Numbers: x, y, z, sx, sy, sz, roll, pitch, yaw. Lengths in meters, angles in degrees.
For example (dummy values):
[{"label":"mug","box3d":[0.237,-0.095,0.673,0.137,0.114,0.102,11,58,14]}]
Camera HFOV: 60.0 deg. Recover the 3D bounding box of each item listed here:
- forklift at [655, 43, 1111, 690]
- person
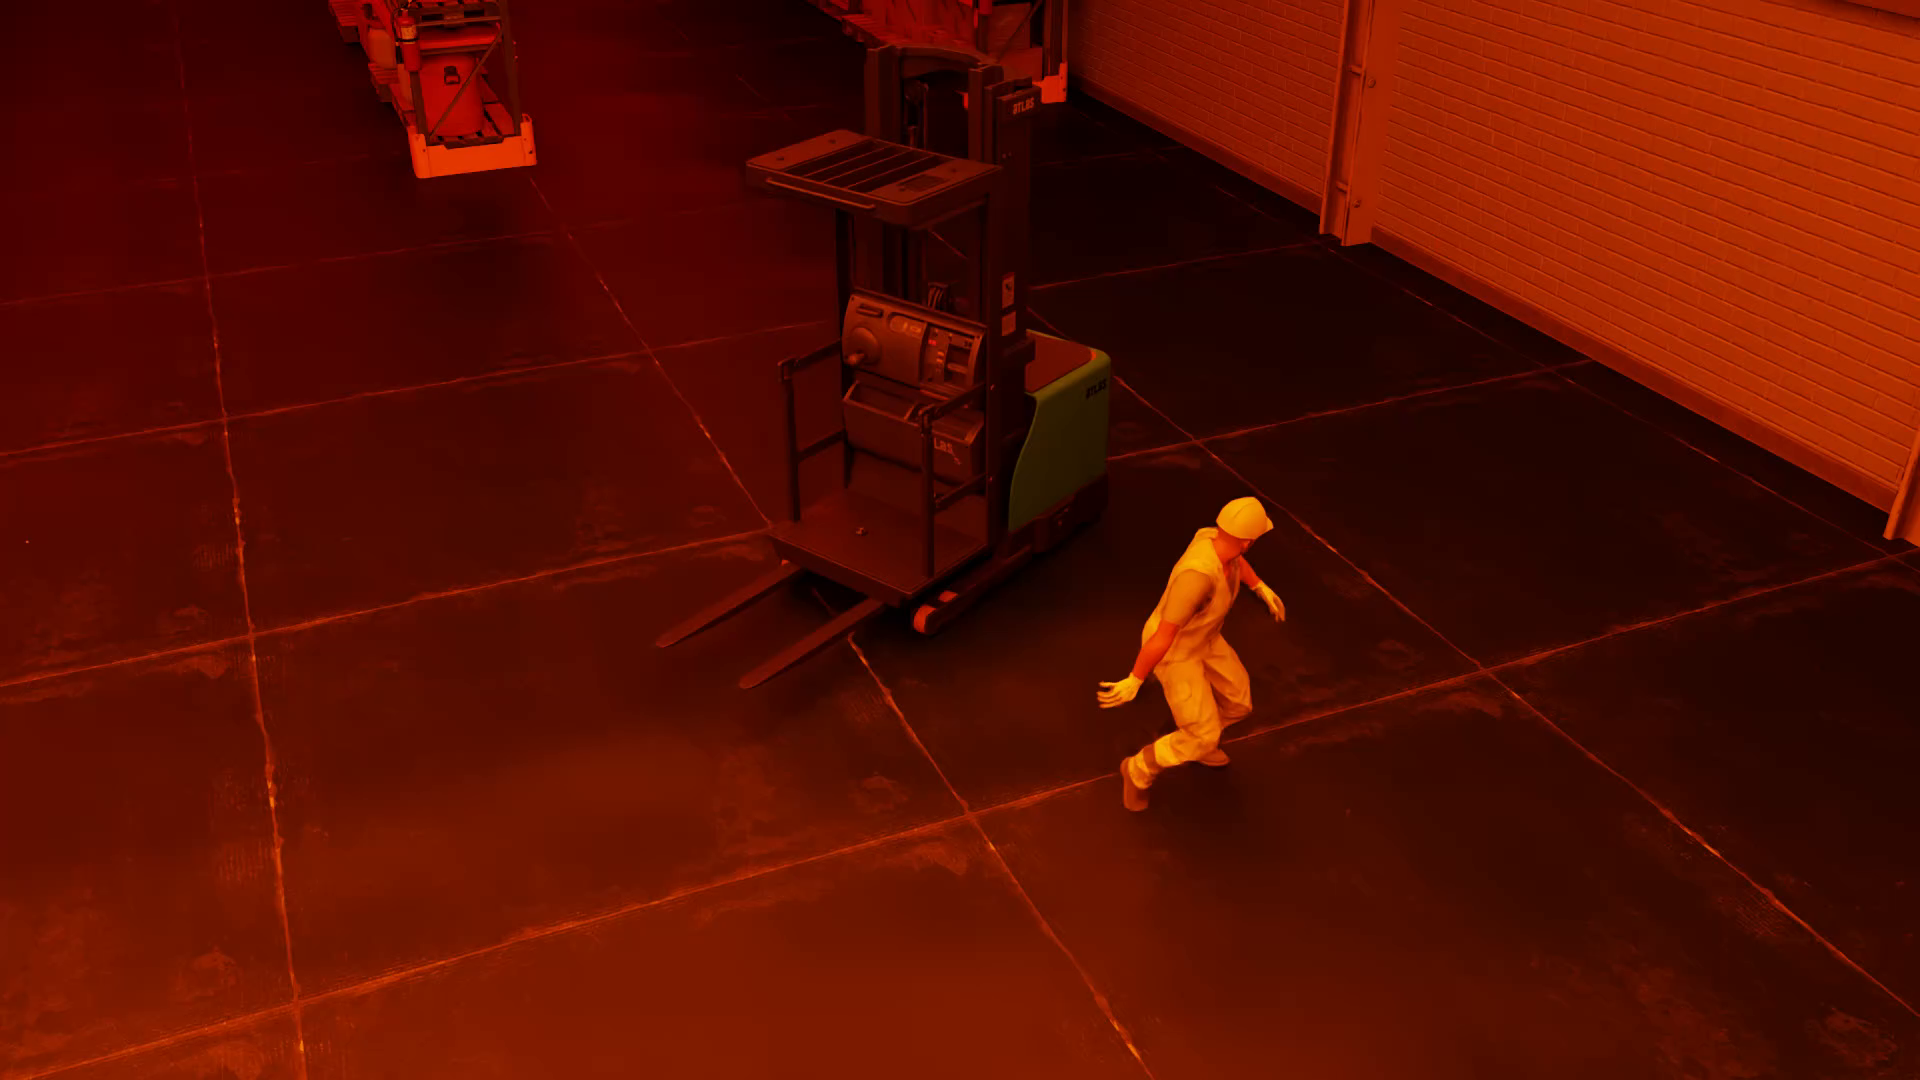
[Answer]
[{"label":"forklift","box3d":[-0.394,-1.025,8.912,1.130,2.935,3.031,21,36,33]},{"label":"person","box3d":[1.058,0.535,7.591,0.502,1.656,1.027,19,35,30]}]
